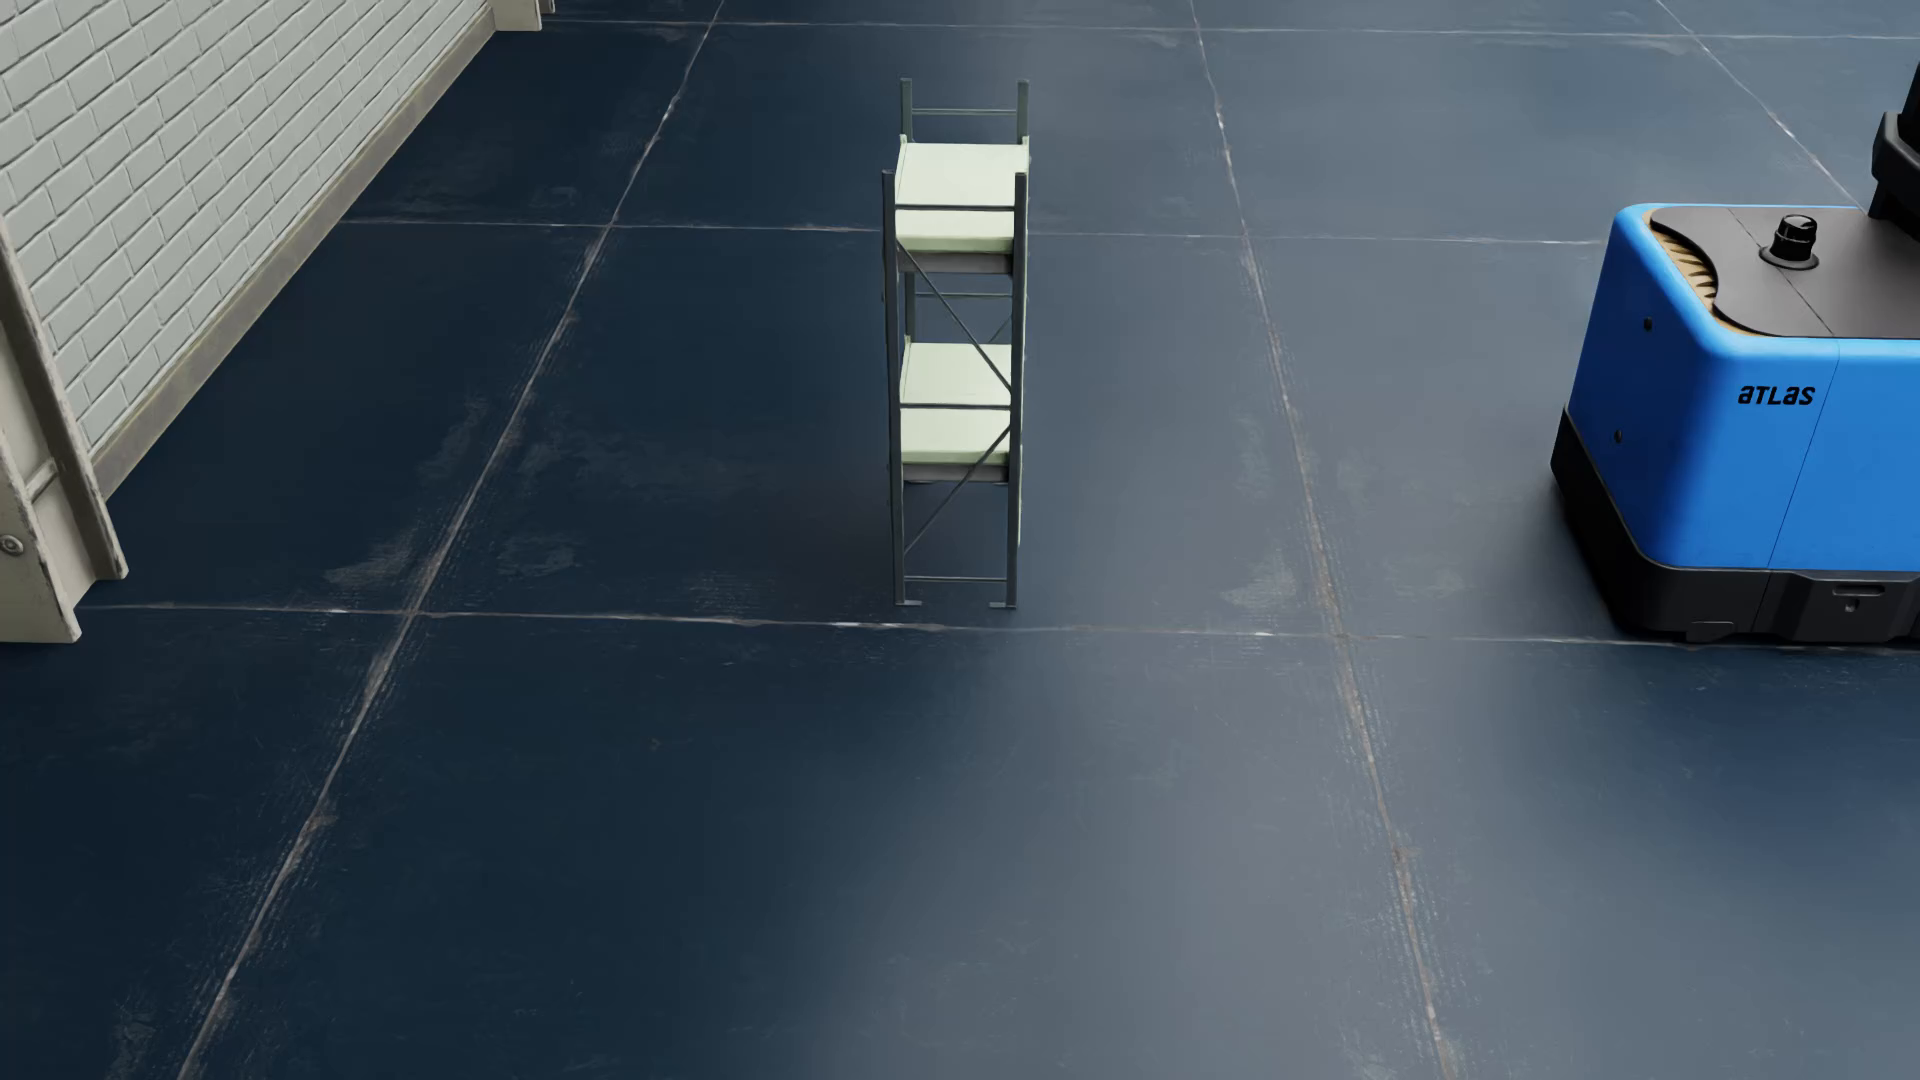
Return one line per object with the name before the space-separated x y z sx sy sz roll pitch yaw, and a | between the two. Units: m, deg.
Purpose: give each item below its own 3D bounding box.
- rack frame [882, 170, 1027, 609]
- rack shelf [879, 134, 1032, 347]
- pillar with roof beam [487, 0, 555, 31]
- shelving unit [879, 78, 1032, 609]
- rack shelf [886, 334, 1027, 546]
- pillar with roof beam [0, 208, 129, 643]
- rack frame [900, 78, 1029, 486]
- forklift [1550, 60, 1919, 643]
rack frame | -0.015 -0.399 5.014 0.400 1.500 0.023 1 35 2
rack shelf | 0.000 -0.929 5.089 0.431 0.370 0.720 1 35 2
pillar with roof beam | 1.582 -6.819 7.627 9.100 9.000 0.400 1 35 2
shelving unit | 0.000 -0.610 5.313 0.431 1.500 0.755 1 35 2
rack shelf | 0.000 -0.343 5.501 0.431 0.370 0.720 1 35 2
pillar with roof beam | 1.341 -3.372 2.722 9.100 9.000 0.400 1 35 2
rack frame | 0.014 -0.820 5.613 0.400 1.500 0.023 1 35 2
forklift | 3.628 -1.128 4.805 3.031 2.935 1.130 1 35 2
